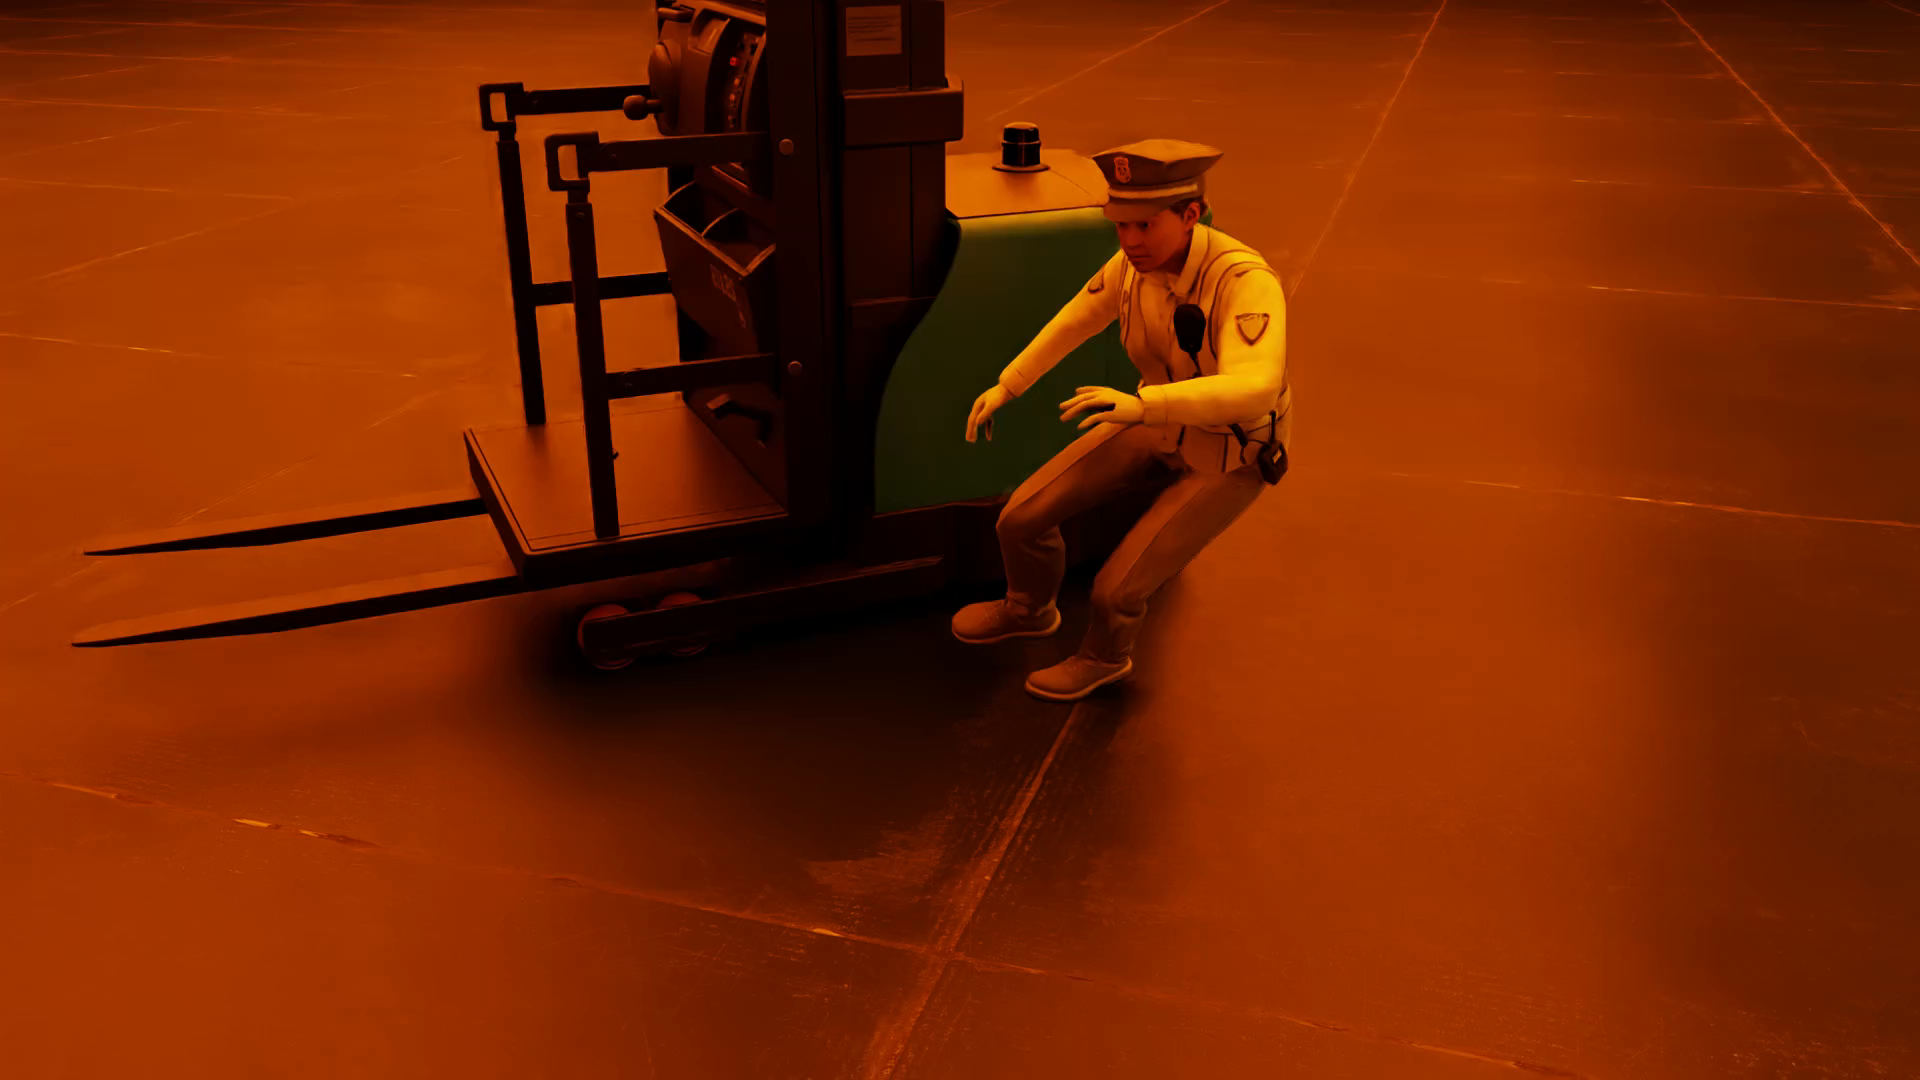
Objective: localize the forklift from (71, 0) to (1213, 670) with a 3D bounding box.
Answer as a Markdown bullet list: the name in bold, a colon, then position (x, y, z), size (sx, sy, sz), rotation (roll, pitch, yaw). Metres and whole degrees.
- **forklift**: position (-0.847, -1.247, 4.300), size (3.031, 2.935, 1.130), rotation (-9, 24, -22)

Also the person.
- **person**: position (0.307, -0.180, 3.690), size (0.992, 1.429, 0.857), rotation (18, 29, 37)
